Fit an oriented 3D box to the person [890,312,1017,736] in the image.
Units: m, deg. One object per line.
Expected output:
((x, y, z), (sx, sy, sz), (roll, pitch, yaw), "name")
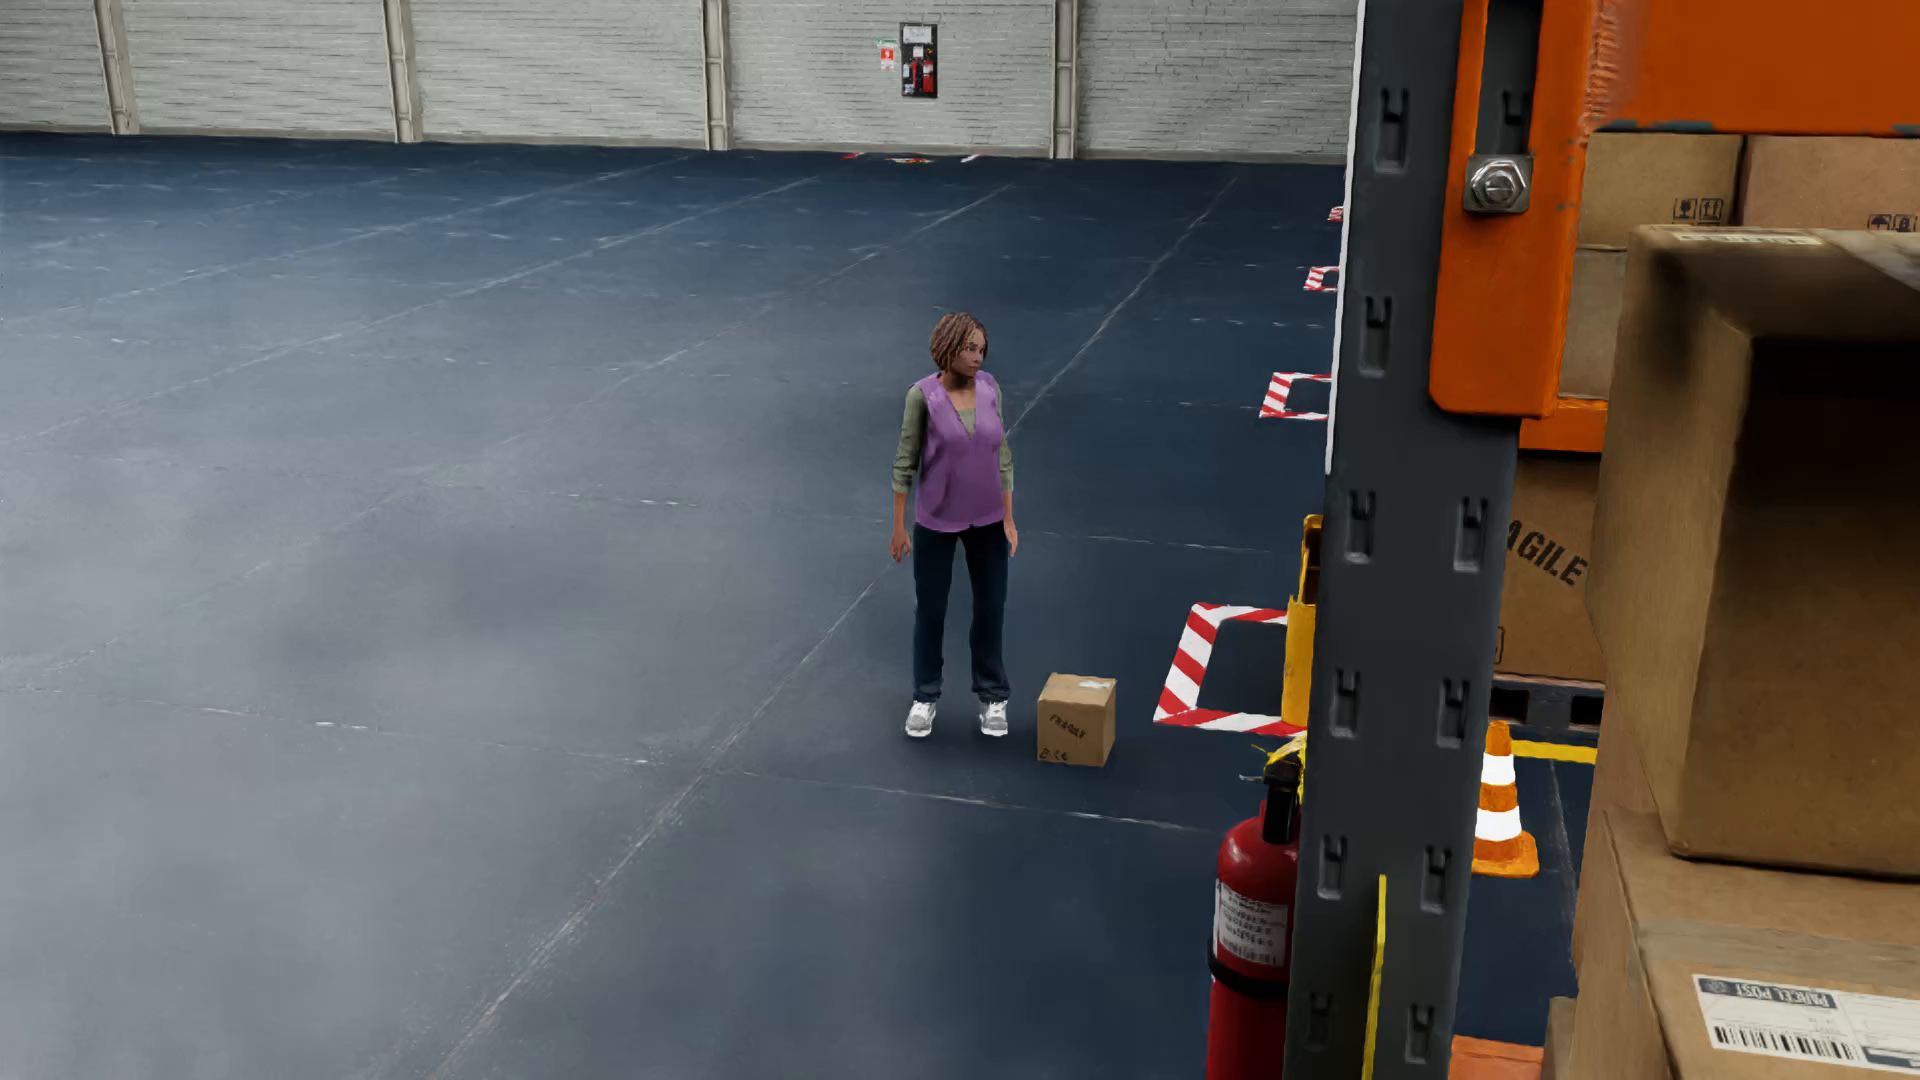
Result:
((-0.013, -0.031, 6.119), (0.461, 1.592, 0.454), (-7, 20, -19), "person")
